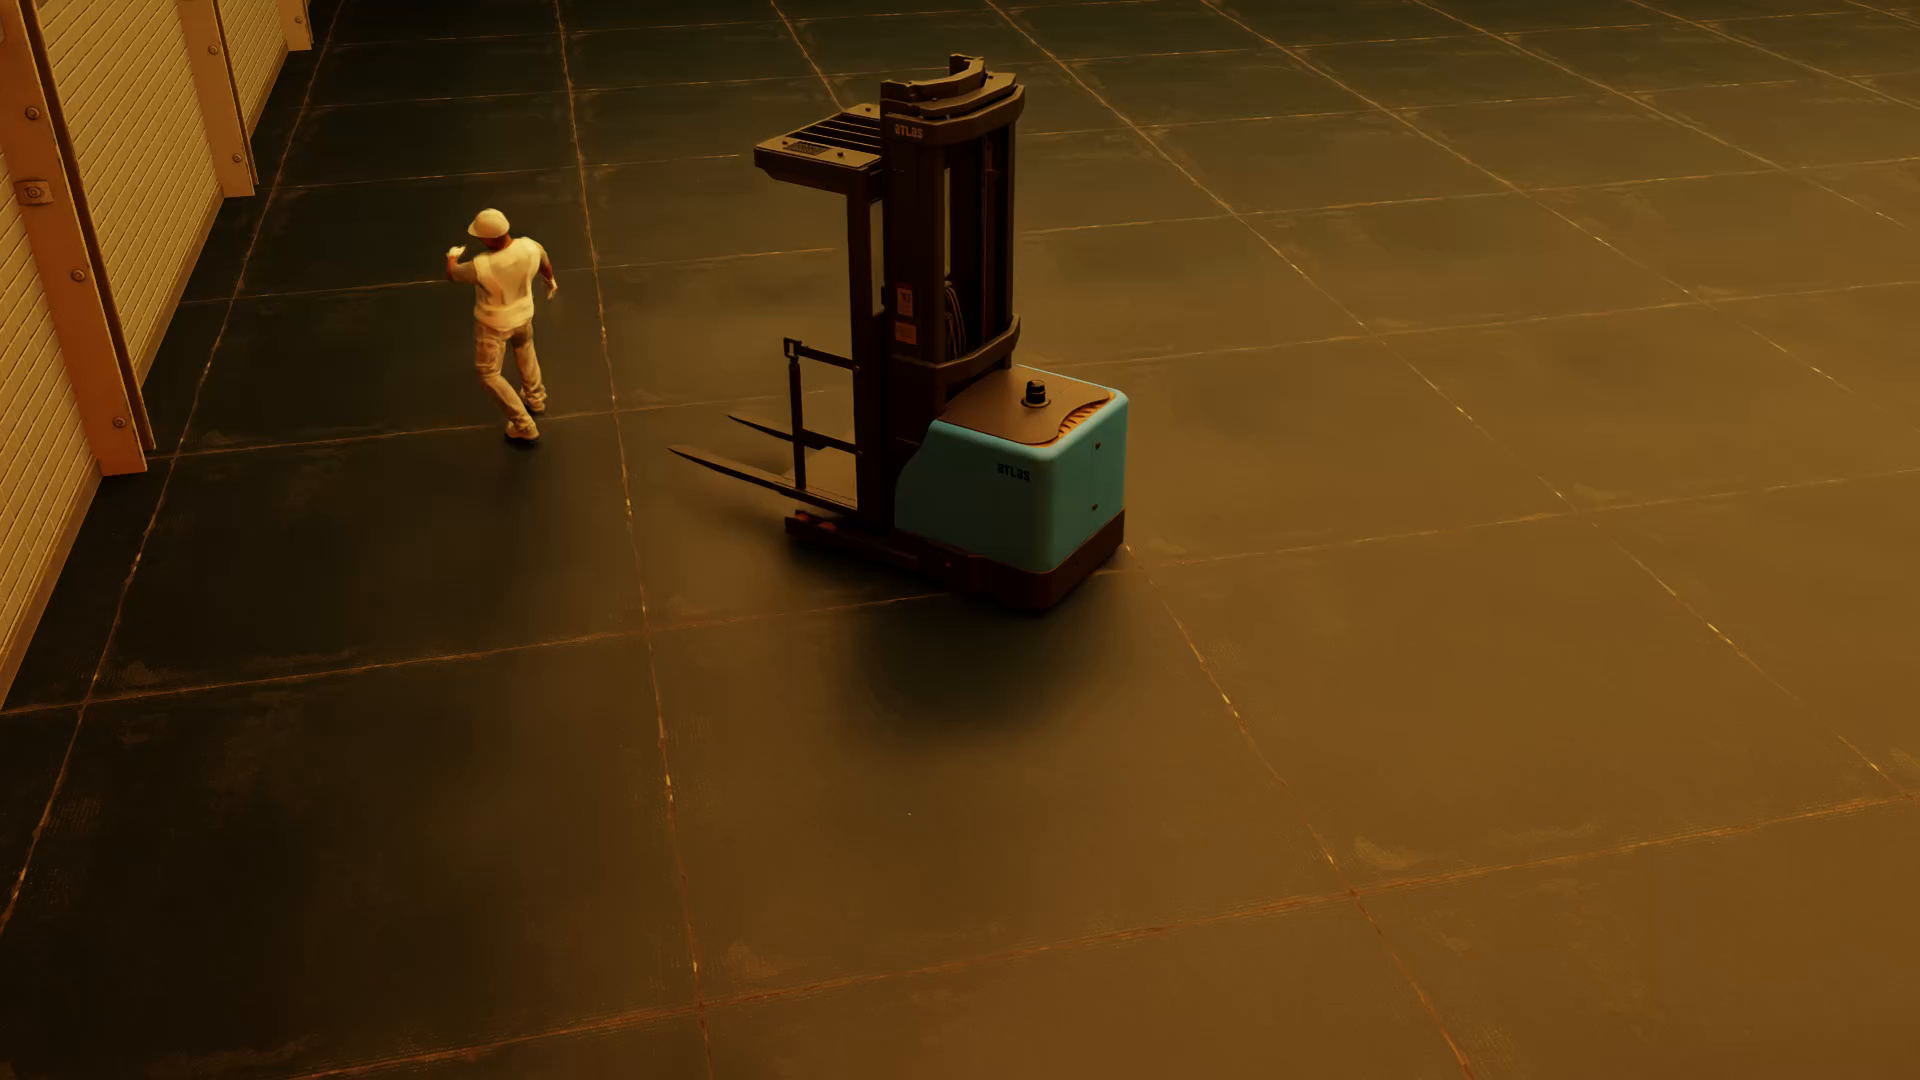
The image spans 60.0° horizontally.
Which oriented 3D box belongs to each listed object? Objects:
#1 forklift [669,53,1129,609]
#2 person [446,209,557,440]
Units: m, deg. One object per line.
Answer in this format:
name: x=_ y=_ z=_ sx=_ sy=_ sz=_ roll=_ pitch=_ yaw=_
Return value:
forklift: x=-0.498 y=-1.419 z=10.025 sx=3.031 sy=2.935 sz=1.130 roll=18 pitch=35 yaw=28
person: x=-3.166 y=-1.630 z=11.671 sx=0.879 sy=1.634 sz=0.853 roll=16 pitch=34 yaw=26
